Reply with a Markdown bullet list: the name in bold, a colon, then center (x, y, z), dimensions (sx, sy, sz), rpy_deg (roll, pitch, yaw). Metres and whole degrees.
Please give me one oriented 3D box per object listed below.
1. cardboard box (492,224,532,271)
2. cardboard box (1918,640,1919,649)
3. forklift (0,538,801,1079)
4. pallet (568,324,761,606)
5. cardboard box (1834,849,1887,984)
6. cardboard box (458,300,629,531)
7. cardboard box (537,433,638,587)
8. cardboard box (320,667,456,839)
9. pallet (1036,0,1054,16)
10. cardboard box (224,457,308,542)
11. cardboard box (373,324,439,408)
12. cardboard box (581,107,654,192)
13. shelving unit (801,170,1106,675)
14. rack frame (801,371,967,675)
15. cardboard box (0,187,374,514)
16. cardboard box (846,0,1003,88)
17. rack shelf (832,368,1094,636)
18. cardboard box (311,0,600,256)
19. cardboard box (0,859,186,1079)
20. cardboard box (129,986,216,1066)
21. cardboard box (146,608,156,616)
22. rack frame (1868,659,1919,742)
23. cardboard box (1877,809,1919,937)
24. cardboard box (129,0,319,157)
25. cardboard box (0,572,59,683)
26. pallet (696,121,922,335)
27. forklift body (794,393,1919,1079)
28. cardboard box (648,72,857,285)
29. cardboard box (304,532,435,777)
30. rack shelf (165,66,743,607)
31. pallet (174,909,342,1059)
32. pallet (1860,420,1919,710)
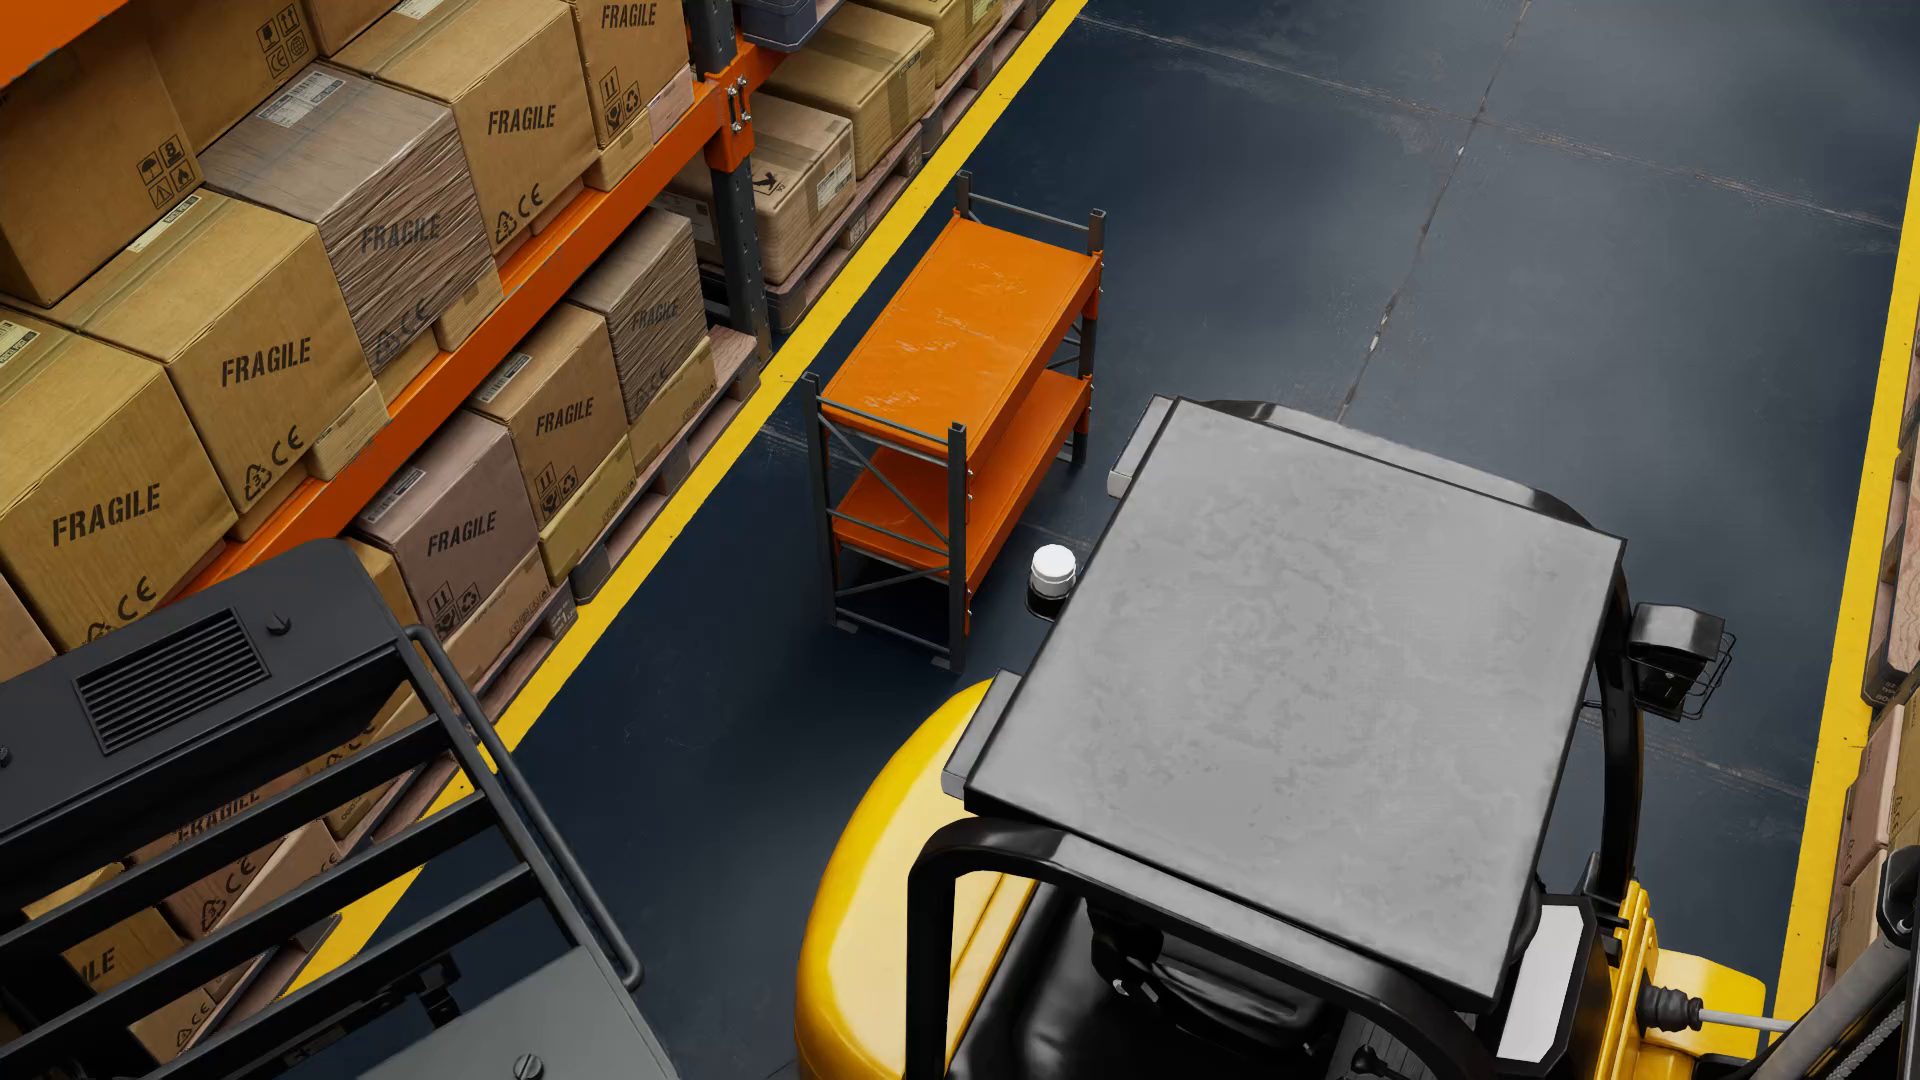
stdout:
- **cardboard box**: center (-1.452, -0.898, 4.709), dimensions (0.380, 0.149, 0.250), rpy_deg (19, 52, 16)
- **cardboard box**: center (3.513, 0.088, 4.989), dimensions (0.875, 0.625, 0.625), rpy_deg (22, 53, 18)
- **forklift**: center (-0.994, 1.183, 2.819), dimensions (3.031, 2.935, 1.130), rpy_deg (-28, 55, -22)
- **pallet**: center (-1.444, -0.417, 5.966), dimensions (1.003, 0.211, 1.213), rpy_deg (20, 52, 16)
- **cardboard box**: center (2.591, 1.153, 4.329), dimensions (0.500, 0.250, 0.500), rpy_deg (19, 52, 15)
- **cardboard box**: center (-1.415, -0.437, 5.190), dimensions (0.500, 0.500, 0.500), rpy_deg (21, 53, 17)
- **cardboard box**: center (-1.417, -0.175, 5.459), dimensions (0.500, 0.250, 0.500), rpy_deg (19, 52, 15)
- **cardboard box**: center (-1.857, 0.520, 4.867), dimensions (0.500, 0.250, 0.500), rpy_deg (23, 53, 18)
- **pallet**: center (0.184, -3.108, 8.256), dimensions (1.003, 0.211, 1.213), rpy_deg (20, 52, 16)
- **cardboard box**: center (-1.856, -0.182, 4.101), dimensions (0.380, 0.149, 0.250), rpy_deg (19, 52, 15)
- **cardboard box**: center (-1.619, -0.526, 4.393), dimensions (0.380, 0.149, 0.250), rpy_deg (19, 52, 15)
- **cardboard box**: center (-1.151, -1.219, 4.982), dimensions (0.380, 0.149, 0.250), rpy_deg (21, 53, 17)
- **shelving unit**: center (0.003, -0.369, 5.326), dimensions (0.538, 1.125, 1.048), rpy_deg (20, 52, 16)
- **rack frame**: center (-0.214, -0.019, 5.028), dimensions (0.500, 1.125, 0.032), rpy_deg (20, 52, 16)
- **cardboard box**: center (-1.800, -0.467, 3.917), dimensions (0.500, 0.500, 0.500), rpy_deg (19, 52, 15)
- **cardboard box**: center (-0.368, -2.417, 7.286), dimensions (0.950, 0.372, 0.625), rpy_deg (21, 53, 17)
- **rack shelf**: center (0.003, -0.211, 5.512), dimensions (0.538, 0.278, 1.000), rpy_deg (20, 52, 16)
- **cardboard box**: center (-1.368, -1.180, 4.523), dimensions (0.500, 0.500, 0.500), rpy_deg (21, 53, 17)
- **cardboard box**: center (-2.294, 0.990, 3.976), dimensions (0.500, 0.500, 0.500), rpy_deg (18, 52, 15)
- **cardboard box**: center (-2.304, 1.249, 4.247), dimensions (0.500, 0.250, 0.500), rpy_deg (19, 52, 16)
- **cardboard box**: center (-2.054, 0.191, 3.783), dimensions (0.380, 0.149, 0.250), rpy_deg (21, 53, 17)
- **rack frame**: center (3.300, -0.182, 3.935), dimensions (1.000, 3.000, 0.127), rpy_deg (20, 52, 16)
- **cardboard box**: center (2.601, 0.991, 4.139), dimensions (0.500, 0.250, 0.500), rpy_deg (20, 52, 16)
- **cardboard box**: center (-2.050, -1.333, 3.998), dimensions (0.700, 0.500, 0.500), rpy_deg (19, 52, 15)
- **cardboard box**: center (-2.227, 0.237, 3.318), dimensions (0.500, 0.500, 0.500), rpy_deg (21, 53, 17)
- **pallet**: center (-0.858, -1.428, 6.826), dimensions (1.003, 0.211, 1.213), rpy_deg (20, 52, 16)
- **forklift body**: center (0.752, 0.948, 3.531), dimensions (2.313, 2.155, 1.214), rpy_deg (20, 52, 16)
- **cardboard box**: center (-0.968, -1.441, 6.456), dimensions (0.950, 0.372, 0.625), rpy_deg (20, 53, 17)
- **cardboard box**: center (-1.853, 0.286, 4.575), dimensions (0.500, 0.500, 0.500), rpy_deg (21, 53, 17)
- **rack shelf**: center (-2.044, -0.184, 4.410), dimensions (1.077, 0.370, 4.000), rpy_deg (20, 52, 16)
- **pallet**: center (-2.487, 1.263, 4.537), dimensions (1.003, 0.211, 1.213), rpy_deg (20, 52, 16)
- **pallet**: center (3.580, 0.201, 5.440), dimensions (1.003, 0.211, 1.213), rpy_deg (20, 52, 16)
